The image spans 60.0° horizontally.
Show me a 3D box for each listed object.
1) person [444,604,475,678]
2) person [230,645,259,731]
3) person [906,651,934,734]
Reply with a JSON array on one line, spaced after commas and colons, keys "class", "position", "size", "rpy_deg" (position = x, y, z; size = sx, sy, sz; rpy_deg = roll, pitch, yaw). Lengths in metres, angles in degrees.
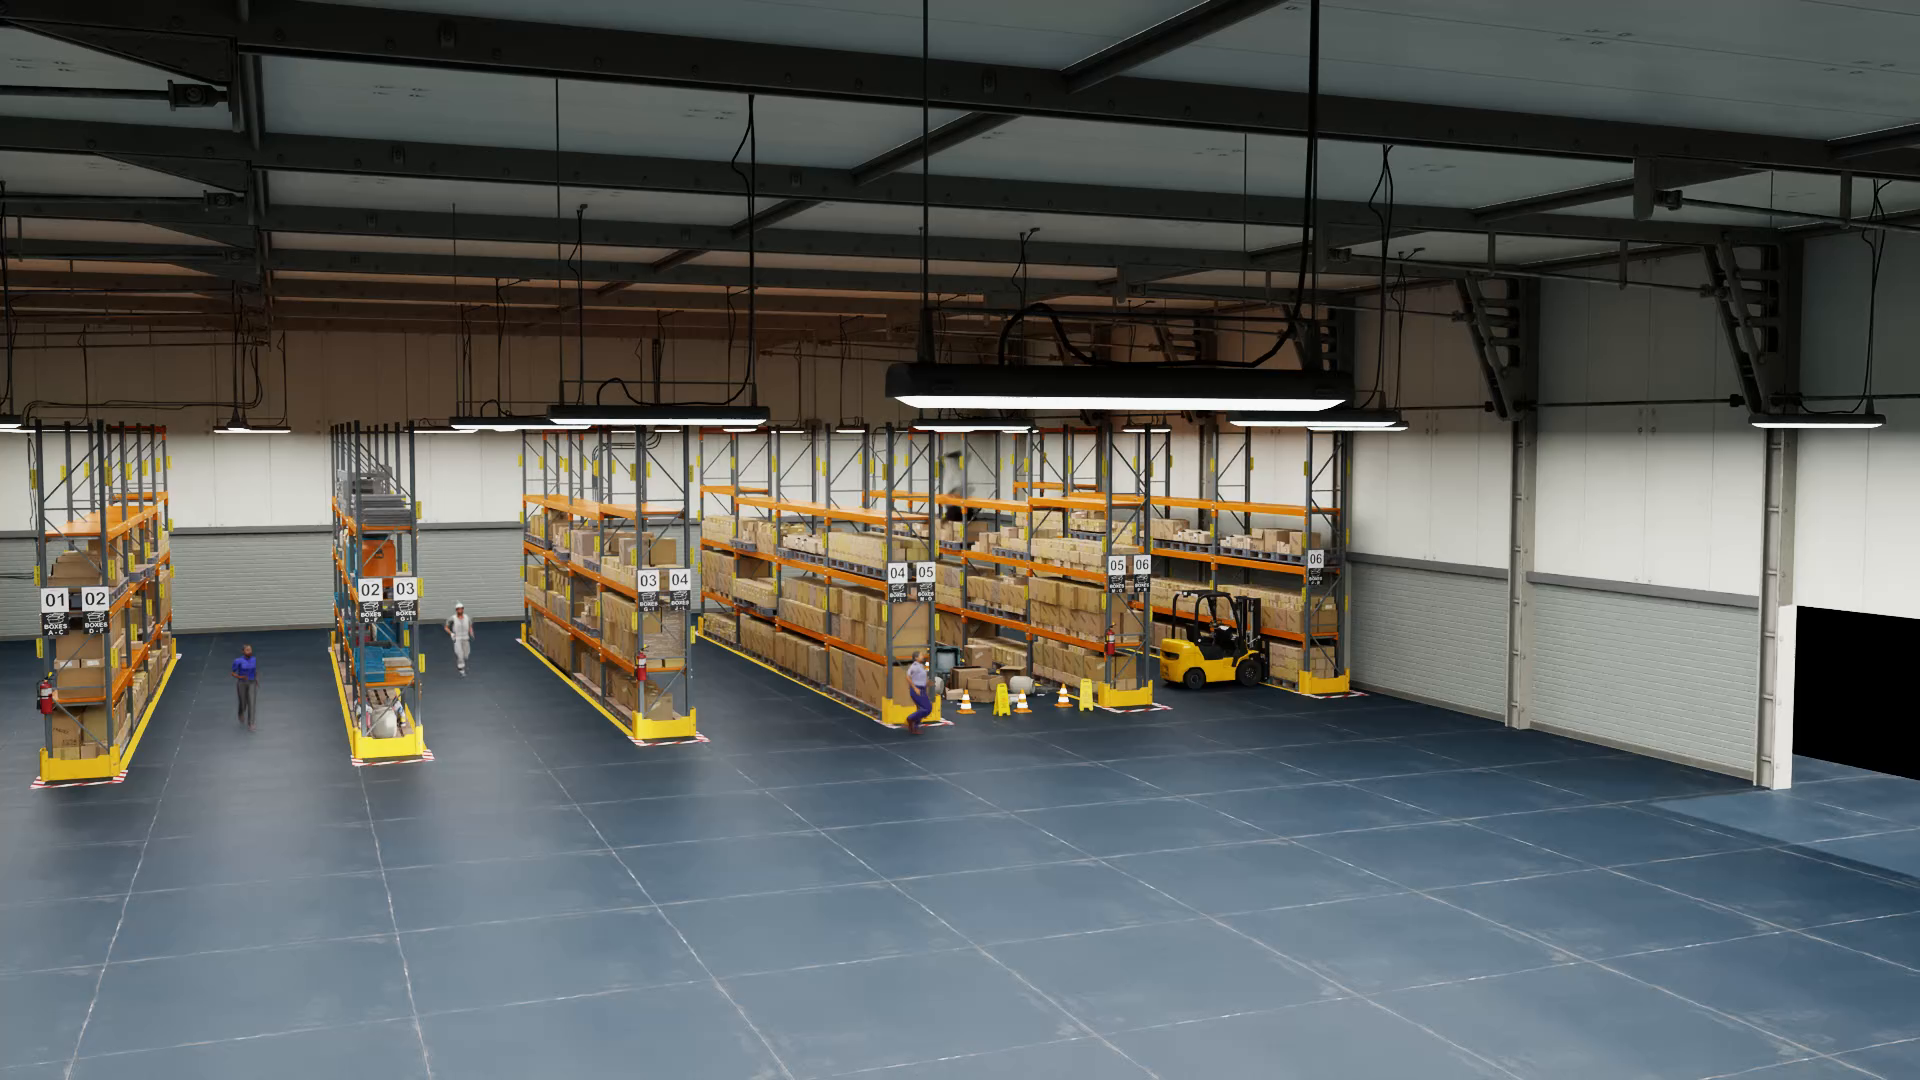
[{"class": "person", "position": [-11.920, 2.385, 39.598], "size": [0.655, 1.752, 0.689], "rpy_deg": [-2, 4, -34]}, {"class": "person", "position": [-13.989, 2.870, 32.555], "size": [0.571, 1.653, 0.818], "rpy_deg": [-3, 5, -42]}, {"class": "person", "position": [-0.763, 2.930, 31.925], "size": [0.541, 1.608, 0.602], "rpy_deg": [0, 4, 4]}]
